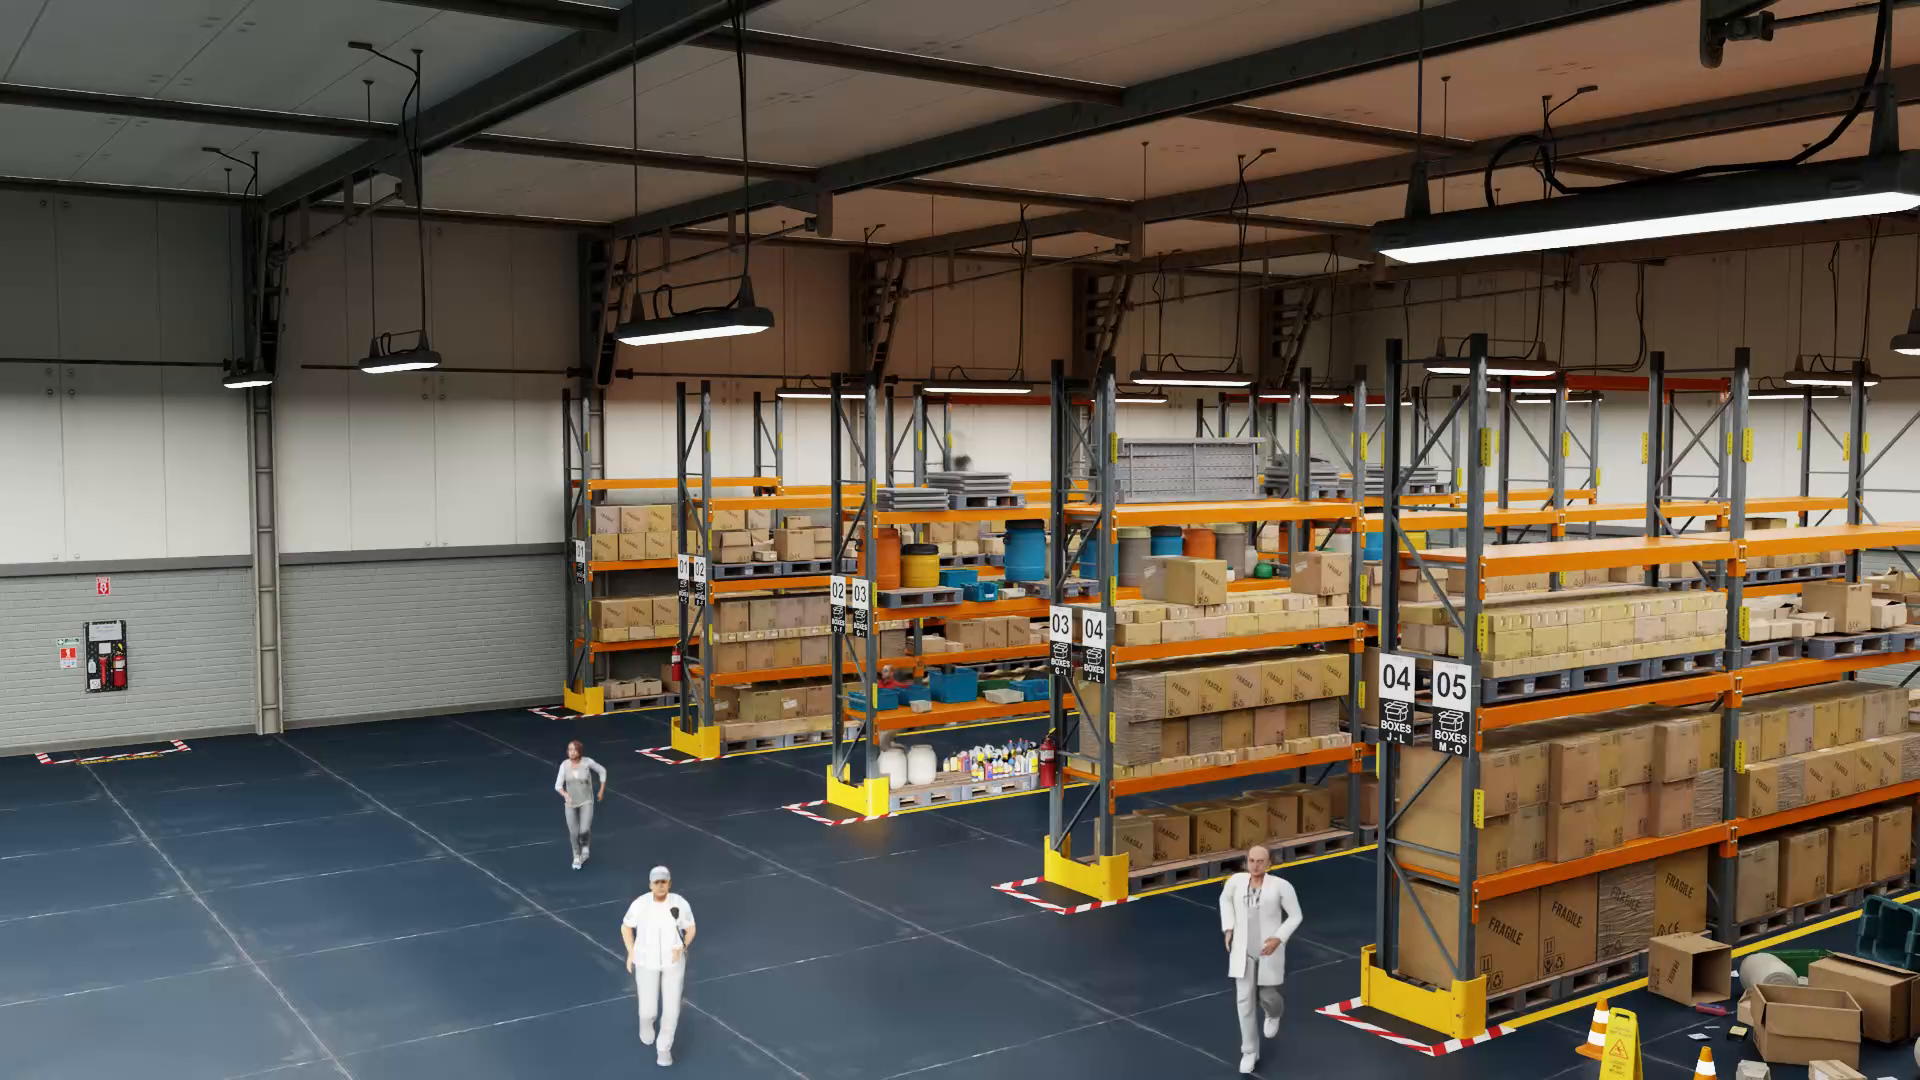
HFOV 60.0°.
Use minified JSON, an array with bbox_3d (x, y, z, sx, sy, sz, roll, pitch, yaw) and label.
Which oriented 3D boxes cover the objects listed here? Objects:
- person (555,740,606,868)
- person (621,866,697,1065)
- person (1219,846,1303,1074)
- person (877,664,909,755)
[{"bbox_3d":[-4.471,3.127,19.576,0.565,1.553,0.689,0,4,-4],"label":"person"},{"bbox_3d":[-2.461,3.483,13.640,0.607,1.624,0.547,-1,4,-13],"label":"person"},{"bbox_3d":[2.476,3.402,13.781,0.721,1.778,0.955,2,4,22],"label":"person"},{"bbox_3d":[-1.055,2.723,25.072,0.663,1.714,0.816,3,5,40],"label":"person"}]
